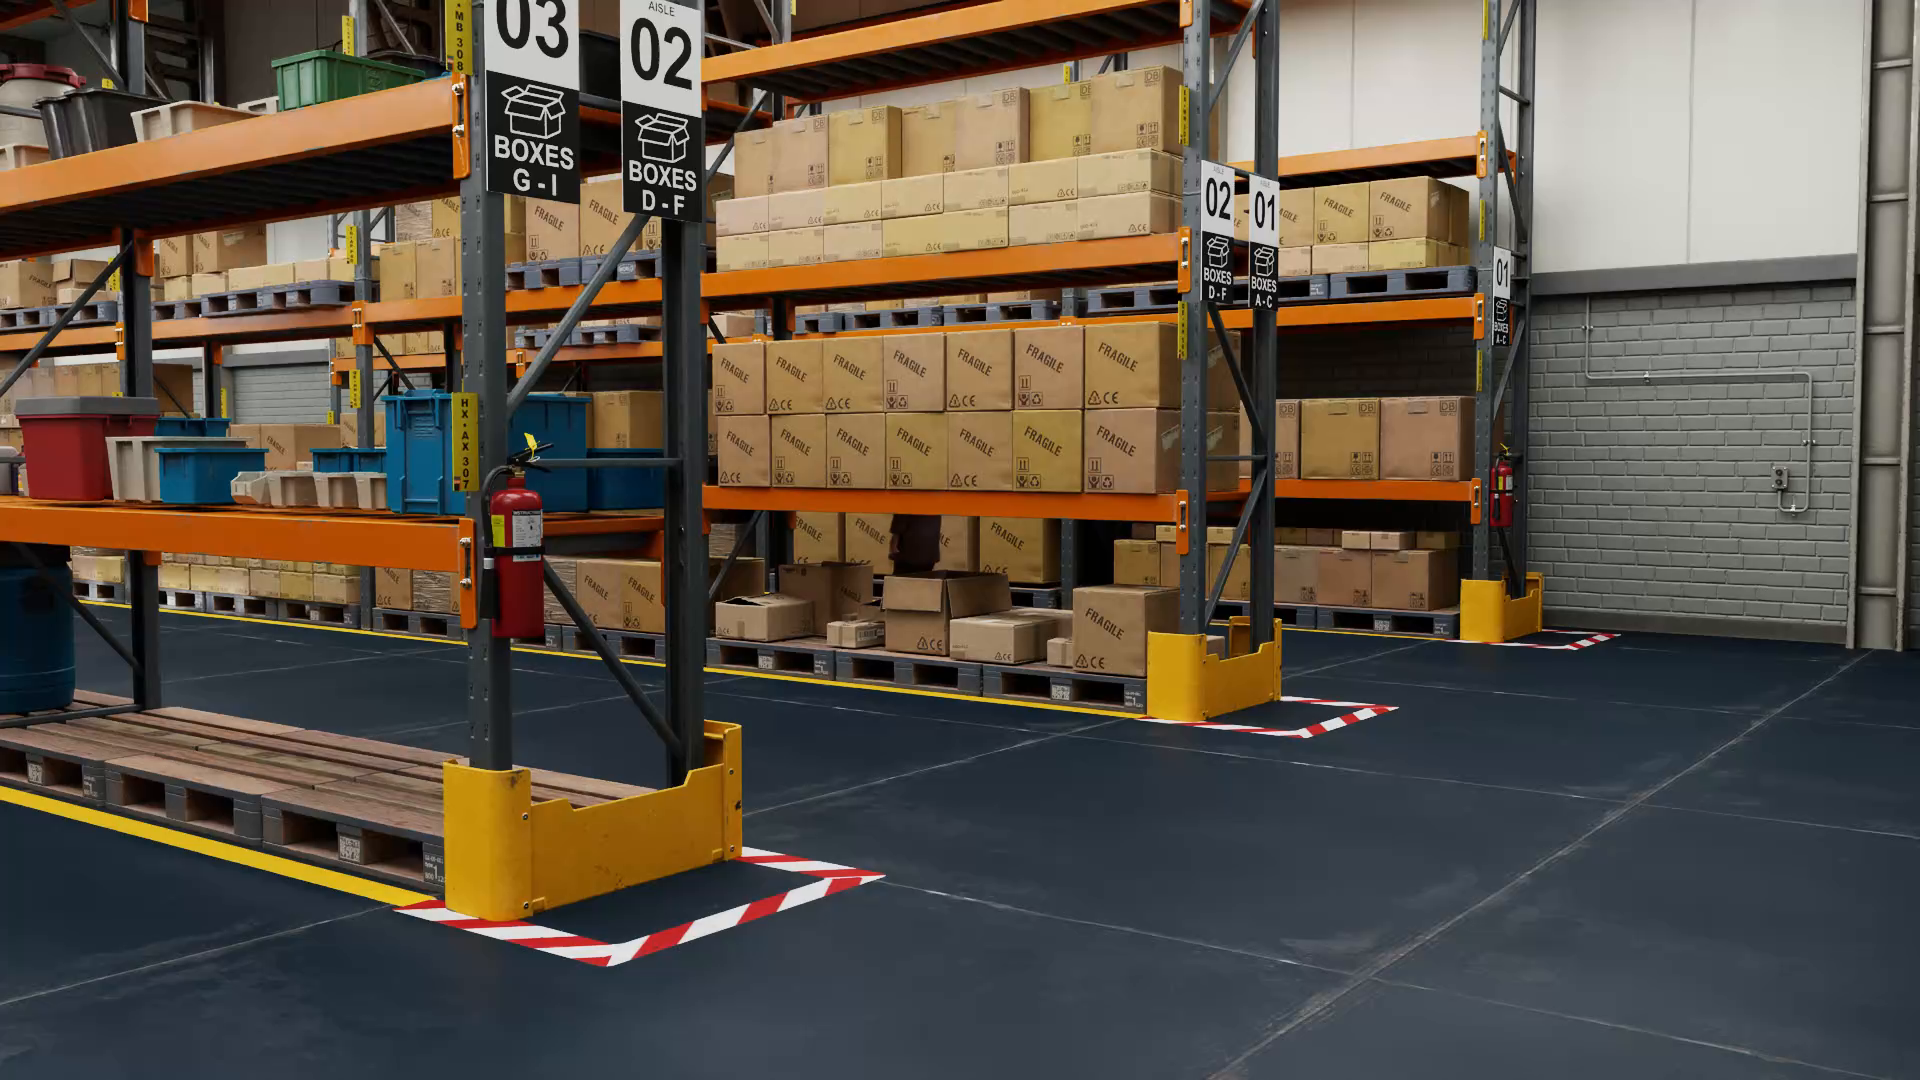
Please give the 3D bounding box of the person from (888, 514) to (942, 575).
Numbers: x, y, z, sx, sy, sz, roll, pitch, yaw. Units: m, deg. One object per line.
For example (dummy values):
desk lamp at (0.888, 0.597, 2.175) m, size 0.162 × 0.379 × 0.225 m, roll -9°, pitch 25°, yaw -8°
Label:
person at (-0.371, -0.049, 13.309) m, size 0.433 × 1.772 × 0.649 m, roll 2°, pitch 4°, yaw 29°
